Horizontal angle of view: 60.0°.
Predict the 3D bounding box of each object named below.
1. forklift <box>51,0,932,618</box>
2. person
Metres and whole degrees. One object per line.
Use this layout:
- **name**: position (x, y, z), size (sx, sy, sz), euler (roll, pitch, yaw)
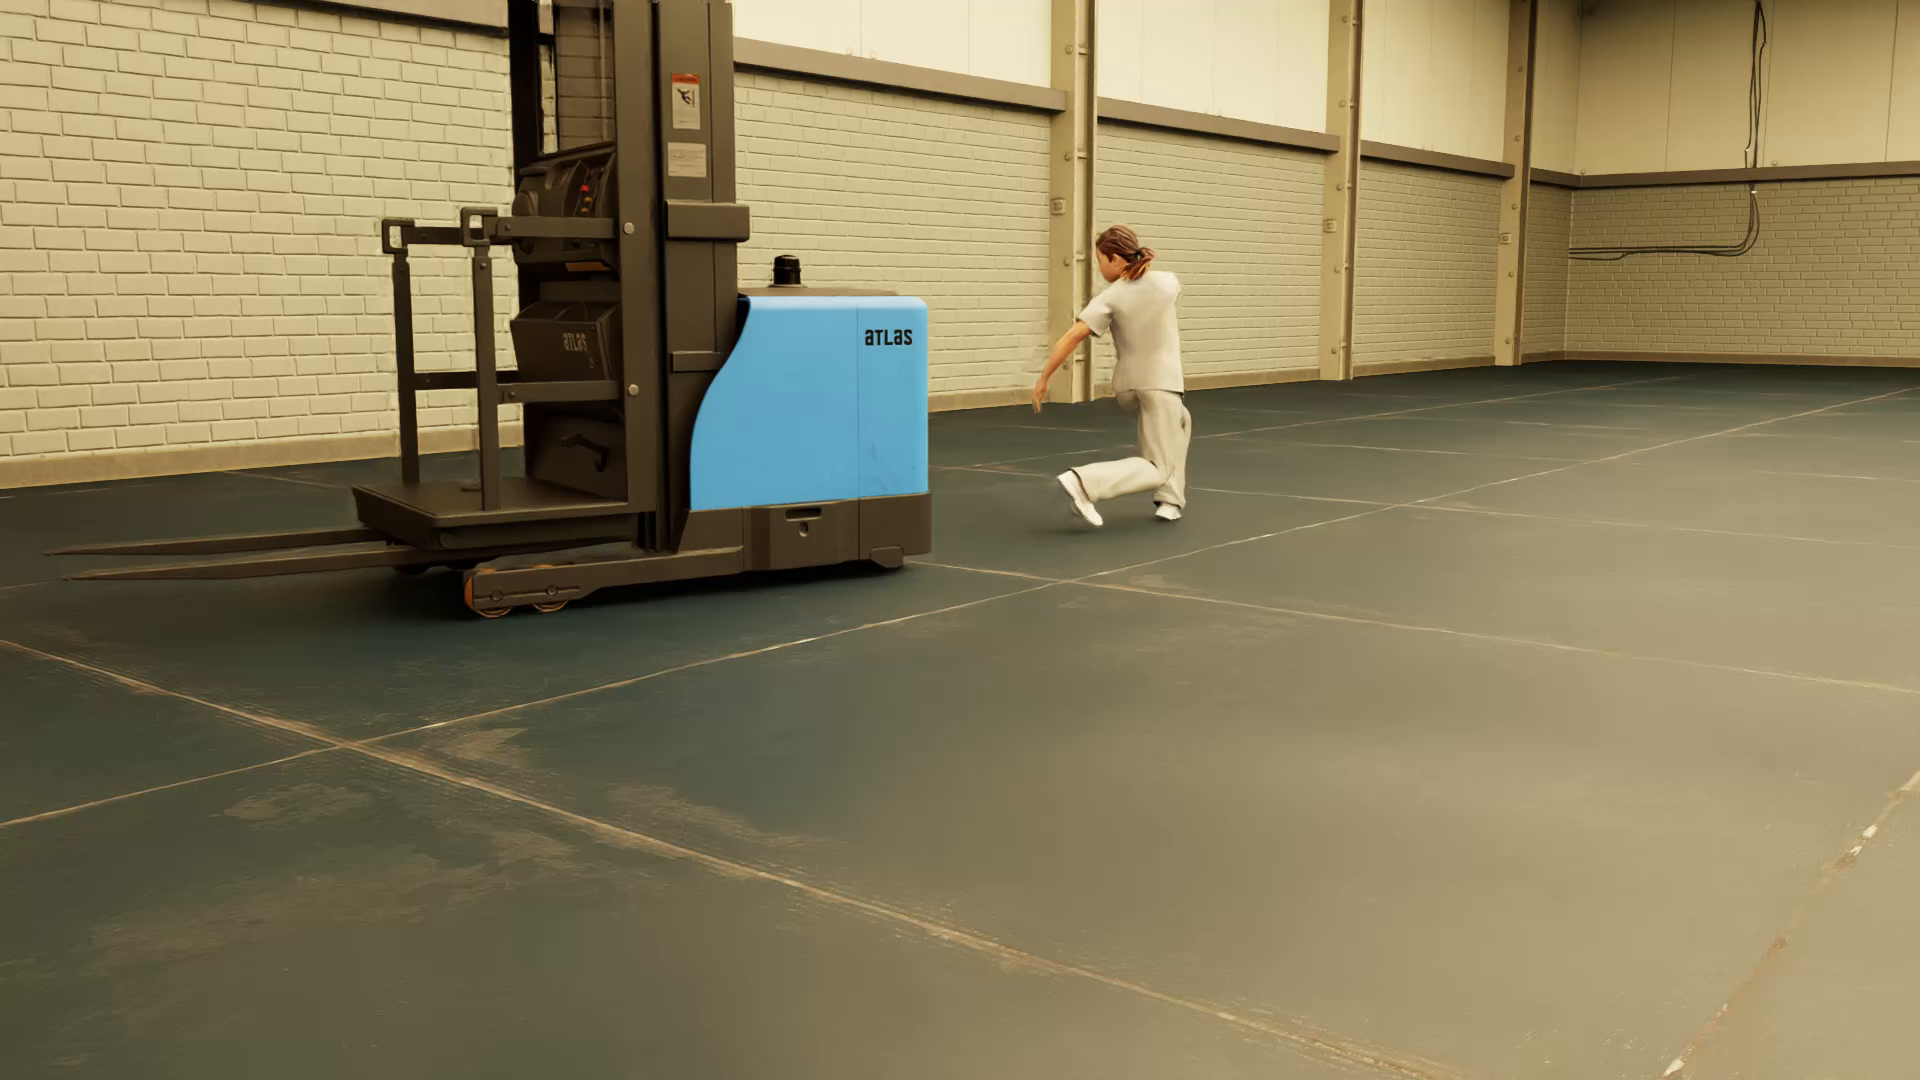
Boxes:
- **forklift**: position (-1.625, -1.274, 5.987), size (3.031, 2.935, 1.130), euler (-5, 10, -33)
- **person**: position (0.754, -0.757, 7.864), size (0.627, 1.443, 0.929), euler (5, 10, 32)
